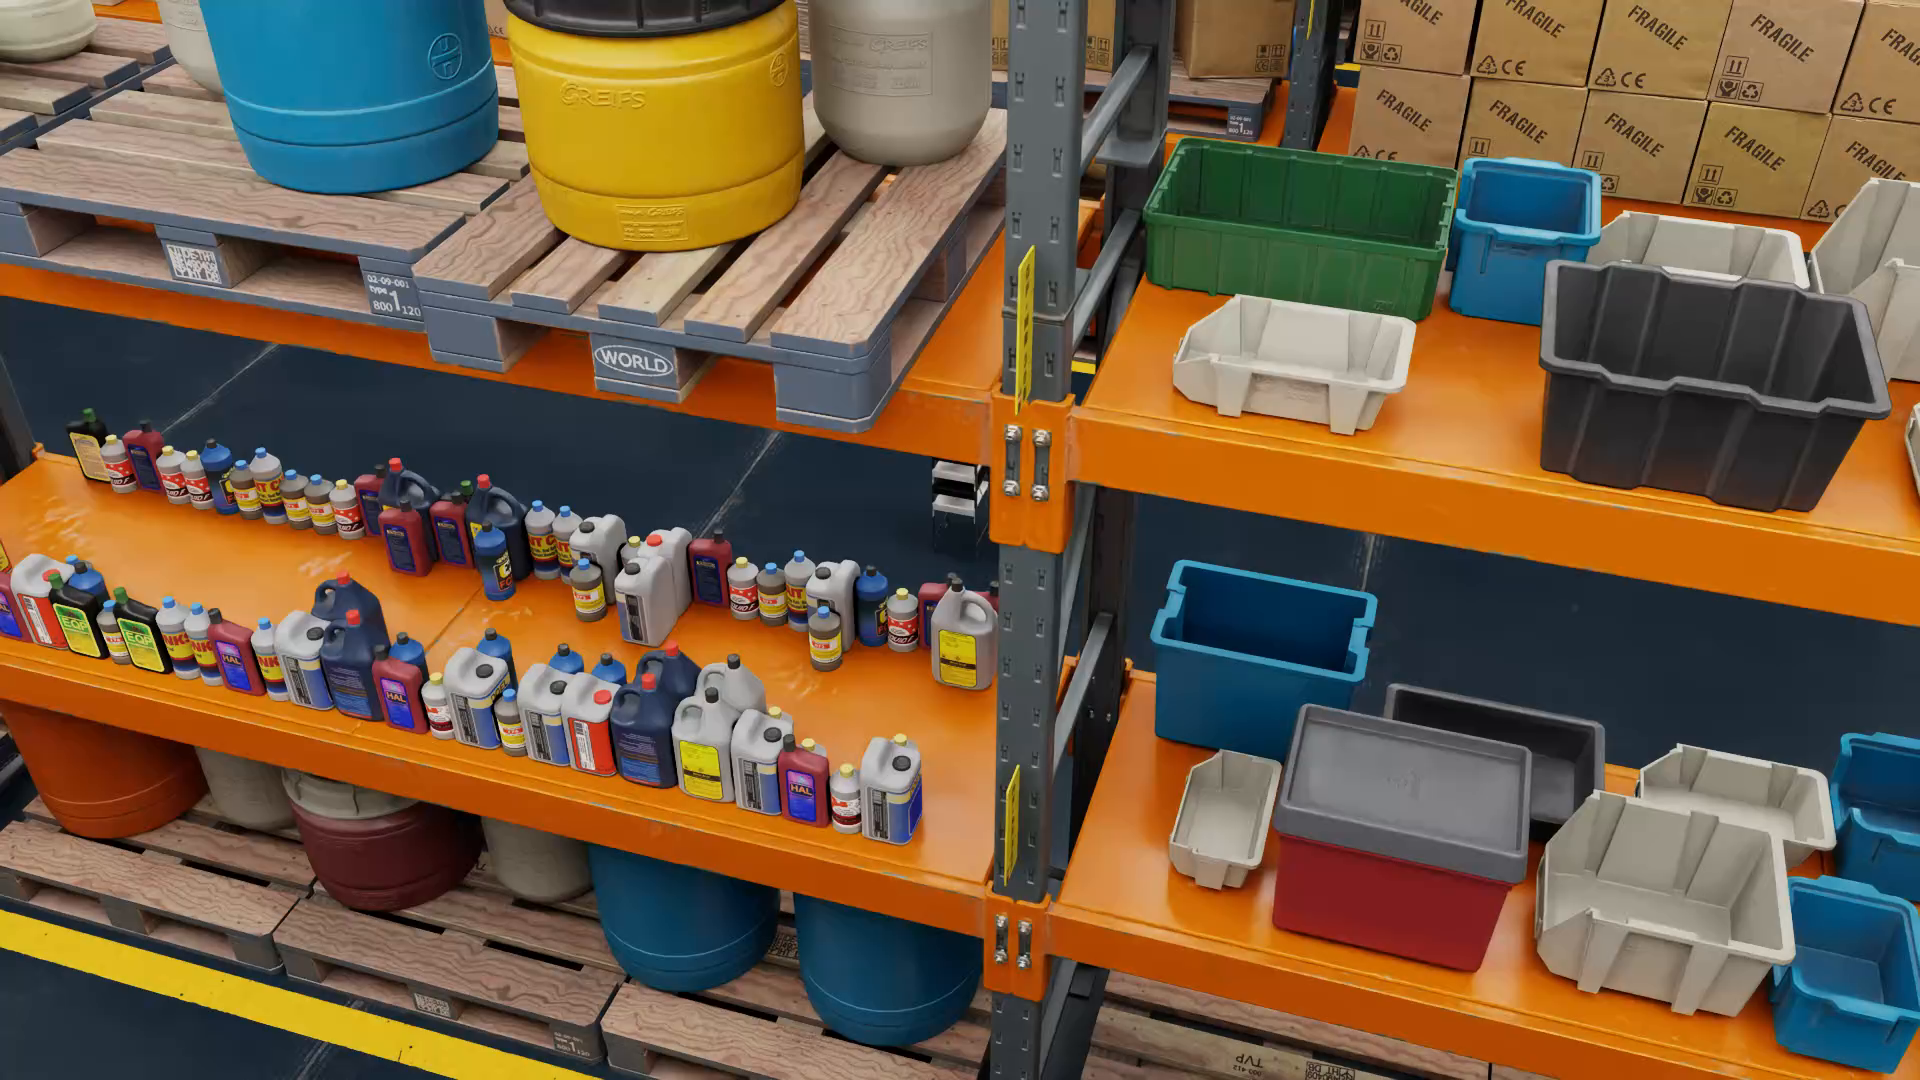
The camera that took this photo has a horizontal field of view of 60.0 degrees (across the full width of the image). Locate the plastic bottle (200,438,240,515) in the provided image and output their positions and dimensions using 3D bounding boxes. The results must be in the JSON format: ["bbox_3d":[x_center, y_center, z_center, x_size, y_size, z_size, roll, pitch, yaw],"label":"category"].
[{"bbox_3d":[-2.502,-0.223,5.631,0.097,0.271,0.097,0,36,0],"label":"plastic bottle"}]

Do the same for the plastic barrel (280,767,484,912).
[{"bbox_3d":[-1.976,0.868,5.721,0.708,0.588,0.600,10,38,14],"label":"plastic barrel"}]

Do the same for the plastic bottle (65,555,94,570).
[{"bbox_3d":[-2.748,0.137,5.202,0.097,0.201,0.097,0,36,0],"label":"plastic bottle"}]

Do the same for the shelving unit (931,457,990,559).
[{"bbox_3d":[0.008,-0.361,7.481,0.210,0.900,0.258,10,38,14],"label":"shelving unit"}]

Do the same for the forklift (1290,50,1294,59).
[{"bbox_3d":[0.335,-4.777,11.767,5.019,2.935,3.258,11,38,15],"label":"forklift"}]

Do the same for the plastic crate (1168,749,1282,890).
[{"bbox_3d":[0.693,0.741,4.384,0.243,0.136,0.396,10,38,14],"label":"plastic crate"}]

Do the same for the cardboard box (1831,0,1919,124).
[{"bbox_3d":[4.105,-2.142,7.203,0.500,0.500,0.500,11,38,15],"label":"cardboard box"}]

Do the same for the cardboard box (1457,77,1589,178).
[{"bbox_3d":[2.667,-2.013,7.870,0.500,0.500,0.500,11,38,15],"label":"cardboard box"}]

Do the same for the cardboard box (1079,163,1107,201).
[{"bbox_3d":[0.871,-1.787,9.386,0.500,0.500,0.500,11,38,15],"label":"cardboard box"}]

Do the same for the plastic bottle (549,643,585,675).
[{"bbox_3d":[-1.120,0.410,4.771,0.097,0.271,0.097,0,36,0],"label":"plastic bottle"}]

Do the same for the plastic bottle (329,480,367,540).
[{"bbox_3d":[-2.037,-0.109,5.535,0.097,0.201,0.097,0,36,0],"label":"plastic bottle"}]

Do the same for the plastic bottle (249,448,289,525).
[{"bbox_3d":[-2.316,-0.188,5.584,0.097,0.271,0.097,0,36,0],"label":"plastic bottle"}]

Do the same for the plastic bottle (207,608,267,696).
[{"bbox_3d":[-2.120,0.326,4.875,0.133,0.283,0.061,10,38,14],"label":"plastic bottle"}]

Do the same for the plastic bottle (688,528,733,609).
[{"bbox_3d":[-0.779,0.080,5.209,0.133,0.283,0.061,10,38,14],"label":"plastic bottle"}]

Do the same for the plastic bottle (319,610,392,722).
[{"bbox_3d":[-1.734,0.344,4.794,0.185,0.351,0.144,10,38,14],"label":"plastic bottle"}]

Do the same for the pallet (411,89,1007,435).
[{"bbox_3d":[-0.485,-0.719,3.825,1.003,0.211,1.213,10,38,14],"label":"pallet"}]

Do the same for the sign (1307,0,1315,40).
[{"bbox_3d":[1.610,-2.457,7.581,0.005,0.325,0.100,10,38,14],"label":"sign"}]

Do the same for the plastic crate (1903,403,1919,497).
[{"bbox_3d":[2.064,-0.123,3.079,0.530,0.136,0.437,10,38,14],"label":"plastic crate"}]

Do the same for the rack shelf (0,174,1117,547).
[{"bbox_3d":[-1.617,-0.776,4.350,4.000,0.370,1.077,10,38,14],"label":"rack shelf"}]

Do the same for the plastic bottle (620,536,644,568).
[{"bbox_3d":[-1.023,0.079,5.279,0.097,0.201,0.097,0,36,0],"label":"plastic bottle"}]

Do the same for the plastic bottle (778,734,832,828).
[{"bbox_3d":[-0.415,0.641,4.446,0.133,0.283,0.061,10,38,14],"label":"plastic bottle"}]

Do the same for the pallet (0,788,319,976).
[{"bbox_3d":[-2.761,1.028,6.175,1.213,0.211,1.003,10,38,14],"label":"pallet"}]

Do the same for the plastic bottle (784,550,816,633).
[{"bbox_3d":[-0.488,0.150,5.124,0.097,0.271,0.097,0,36,0],"label":"plastic bottle"}]

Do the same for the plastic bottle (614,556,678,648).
[{"bbox_3d":[-0.966,0.171,5.091,0.135,0.276,0.152,10,38,14],"label":"plastic bottle"}]

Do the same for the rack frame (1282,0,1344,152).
[{"bbox_3d":[1.772,-2.306,8.352,0.127,3.000,1.000,10,38,14],"label":"rack frame"}]

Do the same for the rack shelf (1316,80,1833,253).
[{"bbox_3d":[3.681,-1.662,8.085,4.000,0.370,1.077,10,38,14],"label":"rack shelf"}]

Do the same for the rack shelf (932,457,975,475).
[{"bbox_3d":[0.008,-0.407,7.448,0.200,0.077,0.258,10,38,14],"label":"rack shelf"}]

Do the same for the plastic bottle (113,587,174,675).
[{"bbox_3d":[-2.433,0.268,4.954,0.133,0.283,0.061,10,38,14],"label":"plastic bottle"}]

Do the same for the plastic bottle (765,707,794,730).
[{"bbox_3d":[-0.510,0.551,4.638,0.097,0.201,0.097,0,36,0],"label":"plastic bottle"}]

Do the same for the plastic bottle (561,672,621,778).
[{"bbox_3d":[-1.011,0.506,4.637,0.135,0.276,0.152,10,38,14],"label":"plastic bottle"}]

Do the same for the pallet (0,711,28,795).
[{"bbox_3d":[-4.254,0.753,6.548,1.213,0.211,1.003,10,38,14],"label":"pallet"}]

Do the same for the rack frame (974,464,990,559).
[{"bbox_3d":[0.105,-0.343,7.457,0.006,0.900,0.240,10,38,14],"label":"rack frame"}]

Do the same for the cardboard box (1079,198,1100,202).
[{"bbox_3d":[0.747,-1.493,8.986,0.500,0.500,0.500,11,38,14],"label":"cardboard box"}]

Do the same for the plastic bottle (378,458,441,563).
[{"bbox_3d":[-1.782,-0.107,5.406,0.185,0.351,0.144,10,38,14],"label":"plastic bottle"}]

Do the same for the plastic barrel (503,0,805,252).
[{"bbox_3d":[-0.640,-1.003,3.539,0.600,0.588,0.600,0,36,0],"label":"plastic barrel"}]

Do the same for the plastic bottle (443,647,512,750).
[{"bbox_3d":[-1.361,0.441,4.725,0.135,0.276,0.152,10,38,14],"label":"plastic bottle"}]

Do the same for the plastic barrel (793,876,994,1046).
[{"bbox_3d":[-0.222,1.066,5.186,0.708,0.901,0.600,10,38,14],"label":"plastic barrel"}]

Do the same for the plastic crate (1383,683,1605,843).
[{"bbox_3d":[1.440,0.629,4.547,0.590,0.125,0.437,10,38,14],"label":"plastic crate"}]

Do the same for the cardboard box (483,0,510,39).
[{"bbox_3d":[-2.380,-3.066,9.460,0.500,0.311,0.500,13,38,17],"label":"cardboard box"}]

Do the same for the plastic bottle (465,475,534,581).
[{"bbox_3d":[-1.479,-0.051,5.330,0.185,0.351,0.144,10,38,14],"label":"plastic bottle"}]

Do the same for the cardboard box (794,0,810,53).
[{"bbox_3d":[-0.595,-2.905,8.728,0.500,0.500,0.700,18,40,22],"label":"cardboard box"}]

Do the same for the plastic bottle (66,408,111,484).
[{"bbox_3d":[-3.013,-0.334,5.771,0.133,0.283,0.061,10,38,14],"label":"plastic bottle"}]
